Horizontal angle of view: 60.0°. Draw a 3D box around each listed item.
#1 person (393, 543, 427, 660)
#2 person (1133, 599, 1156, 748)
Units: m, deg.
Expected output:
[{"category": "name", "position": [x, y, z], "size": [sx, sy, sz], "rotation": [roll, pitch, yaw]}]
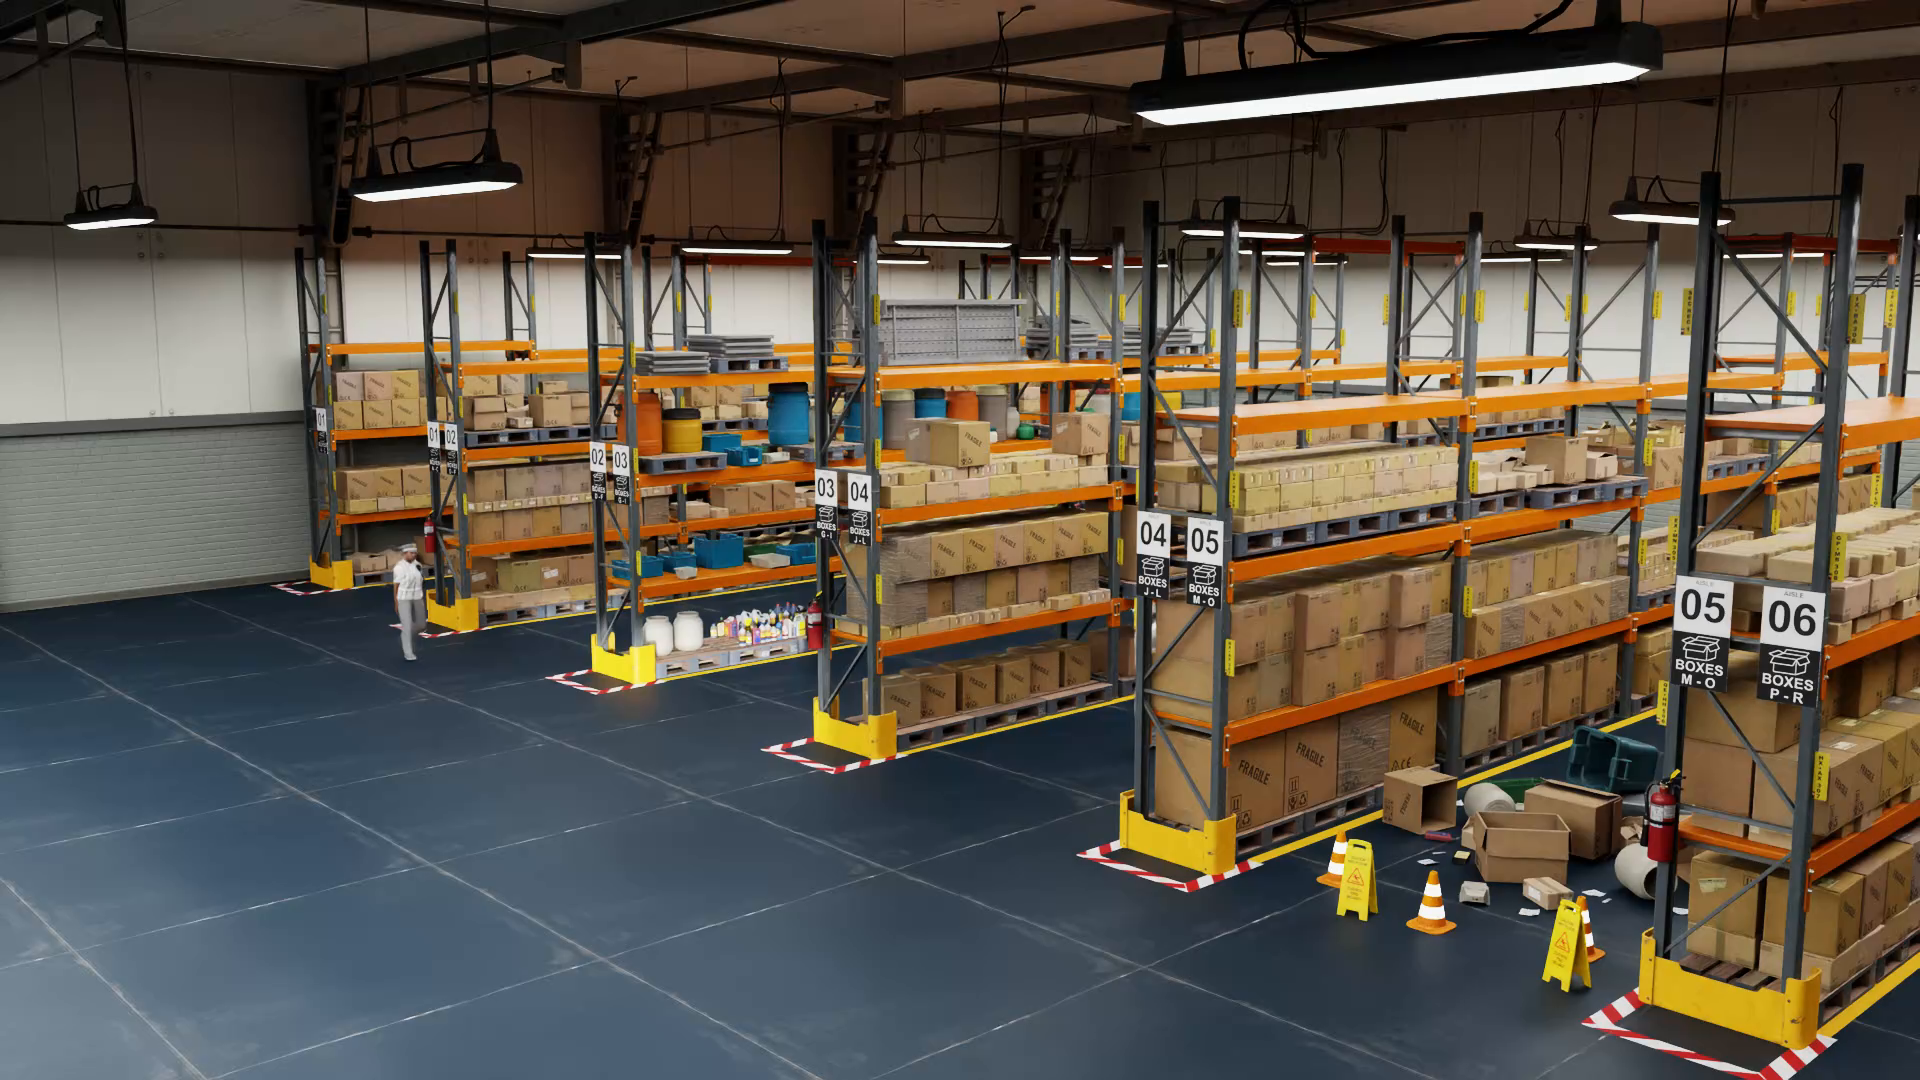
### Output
[{"category": "person", "position": [-7.909, 0.851, 23.764], "size": [0.440, 1.668, 0.617], "rotation": [-8, 11, -42]}, {"category": "person", "position": [2.306, 1.517, 19.122], "size": [0.700, 1.747, 0.598], "rotation": [-4, 9, -23]}]
